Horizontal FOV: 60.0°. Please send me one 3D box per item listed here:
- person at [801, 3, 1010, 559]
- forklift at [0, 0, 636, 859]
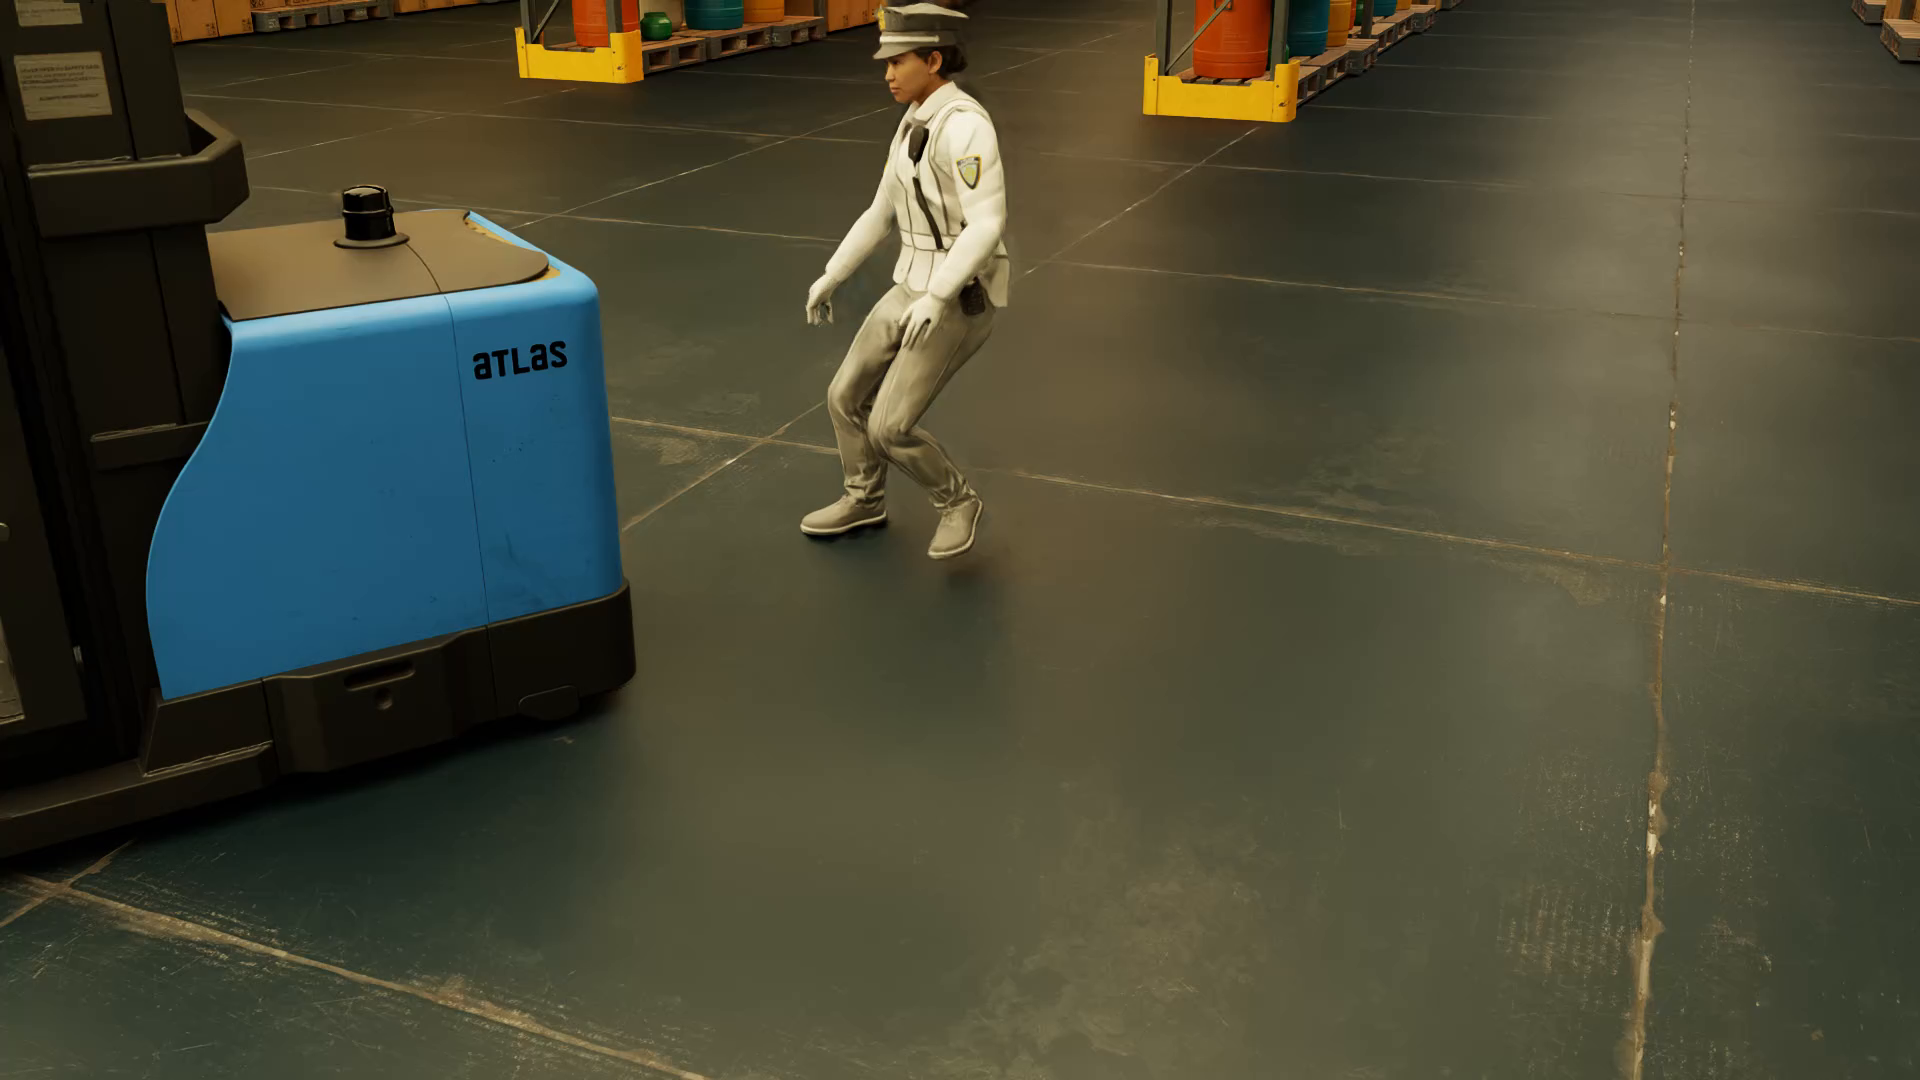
[{"bbox_3d":[-0.159,-0.695,4.709,0.498,1.569,0.687,-10,25,-23],"label":"person"},{"bbox_3d":[-2.323,-0.802,3.210,3.031,2.935,1.130,-14,26,-30],"label":"forklift"}]
